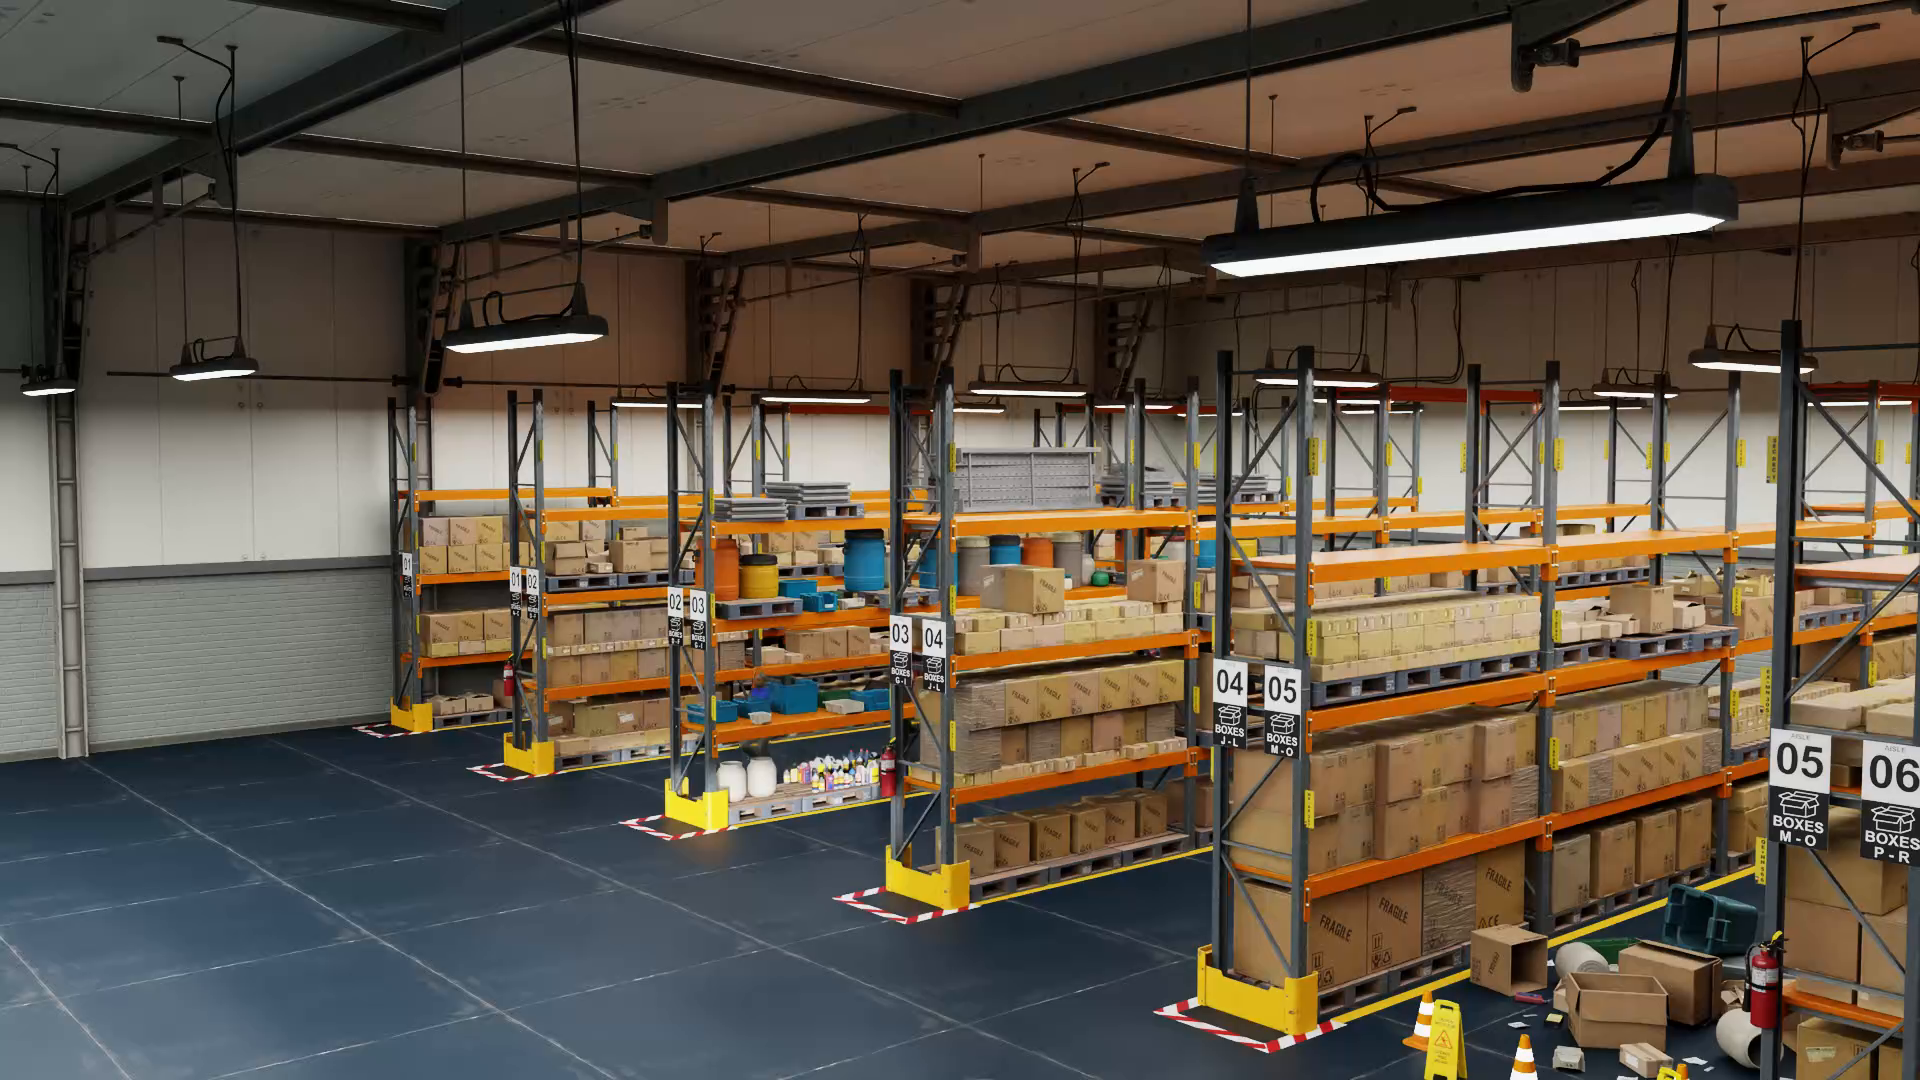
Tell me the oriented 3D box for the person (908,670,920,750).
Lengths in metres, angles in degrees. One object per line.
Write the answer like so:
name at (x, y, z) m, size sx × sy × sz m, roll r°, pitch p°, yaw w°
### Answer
person at (-0.824, 2.686, 27.076) m, size 0.991 × 1.794 × 0.669 m, roll -3°, pitch 4°, yaw -40°

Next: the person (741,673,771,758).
person at (-3.122, 2.856, 25.605) m, size 0.557 × 1.607 × 0.599 m, roll 2°, pitch 4°, yaw 33°
